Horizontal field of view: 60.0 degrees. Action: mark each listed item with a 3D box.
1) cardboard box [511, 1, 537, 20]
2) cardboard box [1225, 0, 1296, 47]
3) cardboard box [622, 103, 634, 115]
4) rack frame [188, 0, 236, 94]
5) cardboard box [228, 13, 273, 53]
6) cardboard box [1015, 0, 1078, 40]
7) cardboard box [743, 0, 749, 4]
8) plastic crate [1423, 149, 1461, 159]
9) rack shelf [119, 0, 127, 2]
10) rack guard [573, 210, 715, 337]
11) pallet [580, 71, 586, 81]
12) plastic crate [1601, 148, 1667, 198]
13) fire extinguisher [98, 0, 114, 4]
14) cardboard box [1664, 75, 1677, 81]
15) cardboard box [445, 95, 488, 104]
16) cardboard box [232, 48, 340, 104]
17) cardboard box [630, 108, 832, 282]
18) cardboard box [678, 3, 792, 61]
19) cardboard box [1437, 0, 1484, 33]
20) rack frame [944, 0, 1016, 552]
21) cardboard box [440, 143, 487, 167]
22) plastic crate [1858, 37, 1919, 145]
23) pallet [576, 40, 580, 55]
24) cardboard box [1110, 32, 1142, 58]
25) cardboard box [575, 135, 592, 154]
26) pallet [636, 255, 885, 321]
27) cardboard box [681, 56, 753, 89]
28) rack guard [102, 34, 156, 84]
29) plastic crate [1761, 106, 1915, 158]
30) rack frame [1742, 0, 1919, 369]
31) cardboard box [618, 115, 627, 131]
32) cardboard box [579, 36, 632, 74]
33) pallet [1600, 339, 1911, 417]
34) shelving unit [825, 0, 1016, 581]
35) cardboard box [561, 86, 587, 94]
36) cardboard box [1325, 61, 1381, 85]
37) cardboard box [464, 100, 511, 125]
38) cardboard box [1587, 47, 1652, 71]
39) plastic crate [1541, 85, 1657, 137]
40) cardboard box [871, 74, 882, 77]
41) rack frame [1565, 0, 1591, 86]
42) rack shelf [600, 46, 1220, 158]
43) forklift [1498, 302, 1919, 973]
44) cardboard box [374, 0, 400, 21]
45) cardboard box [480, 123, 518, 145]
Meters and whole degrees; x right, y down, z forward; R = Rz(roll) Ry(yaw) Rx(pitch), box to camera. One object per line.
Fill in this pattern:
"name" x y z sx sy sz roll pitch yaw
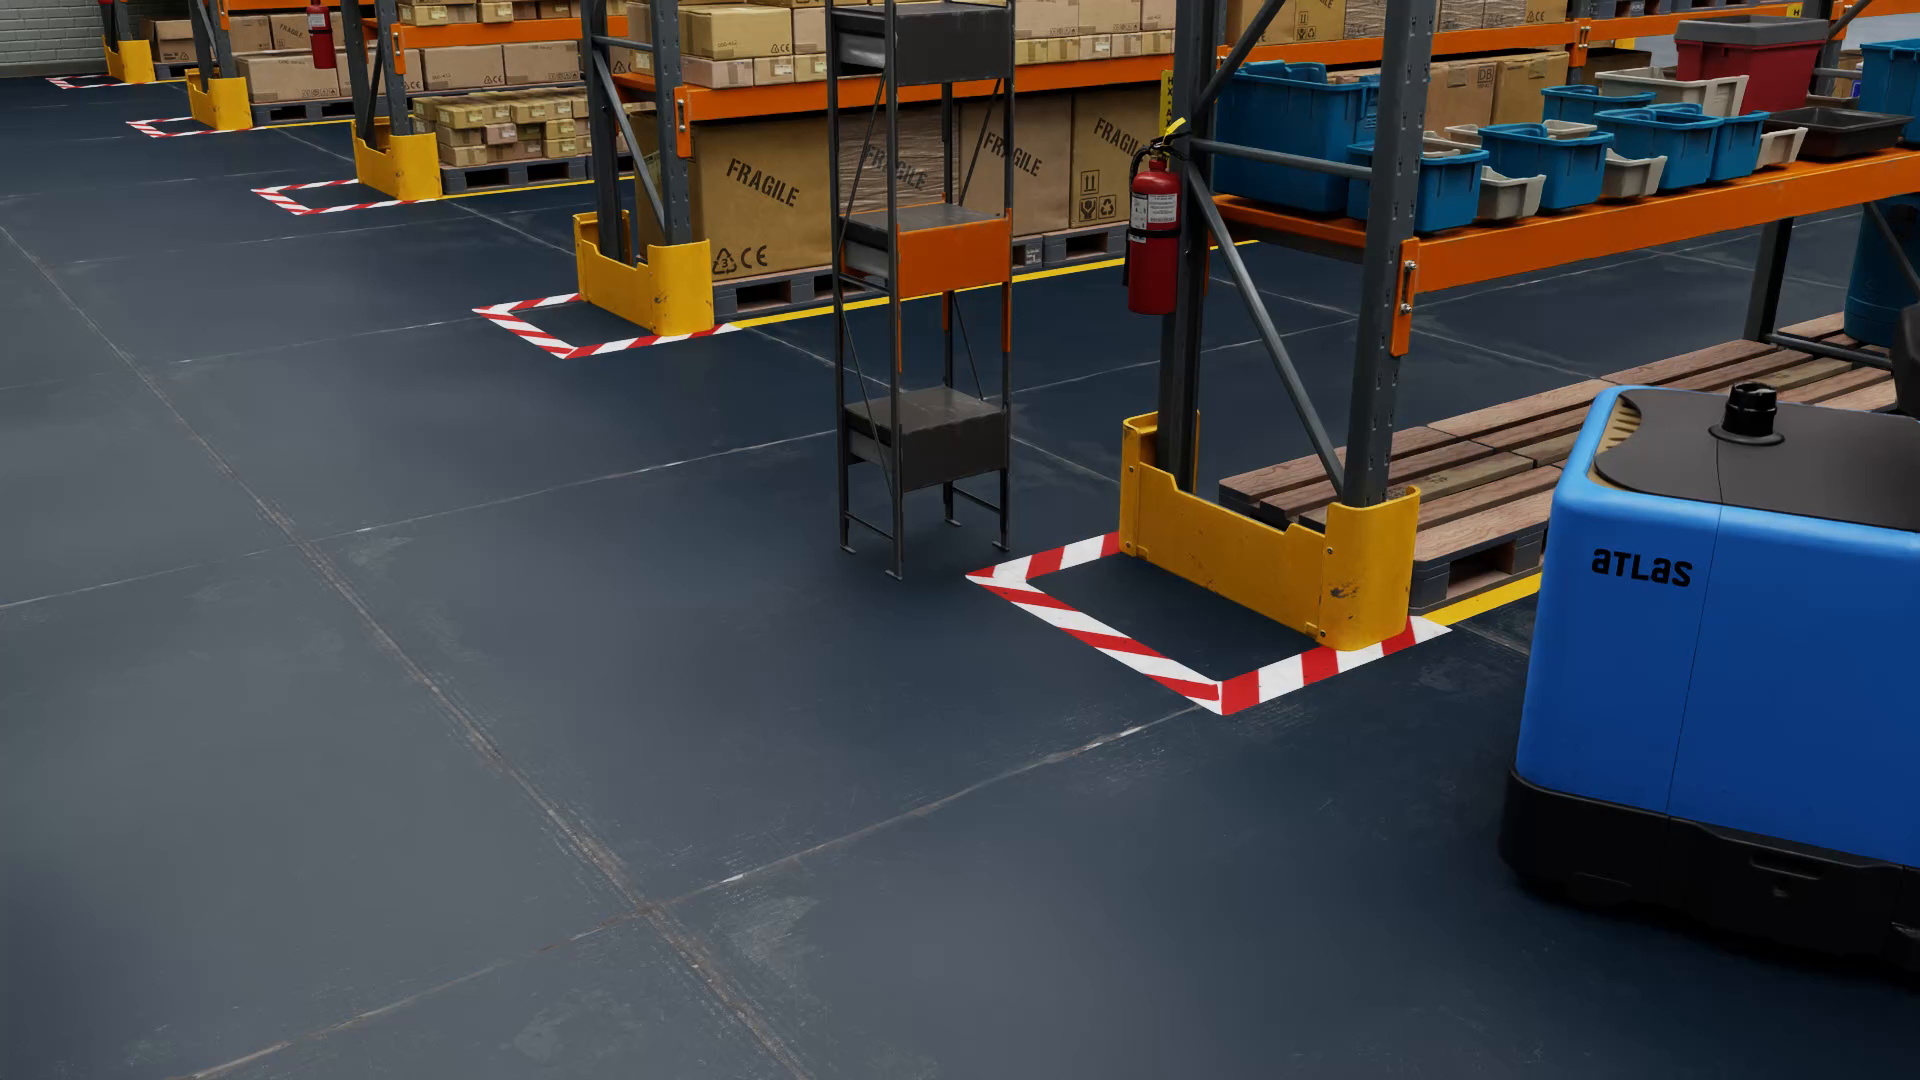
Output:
"cardboard box" -3.621 -4.304 13.474 0.250 0.149 0.380 -14 25 -30
"cardboard box" 1.943 -3.665 11.398 0.500 0.500 0.500 -15 26 -33
"cardboard box" -2.957 -3.691 14.077 0.250 0.149 0.380 -14 26 -32
"rack frame" -7.611 -5.709 16.657 0.127 3.000 1.000 -15 26 -33
"cardboard box" -9.244 -6.513 21.477 0.500 0.500 0.700 -14 26 -31
"cardboard box" 0.386 -3.265 10.331 0.500 0.250 0.500 -14 26 -32
"cardboard box" -1.173 -3.091 9.896 0.500 0.250 0.500 -15 26 -34
"plastic crate" 1.626 -1.374 6.068 0.243 0.136 0.396 -15 26 -33
"rack shelf" -8.889 -7.301 21.616 4.000 0.370 1.077 -15 26 -33
"rack guard" -1.843 -1.562 9.636 0.348 0.500 1.175 -15 26 -33
"pallet" -3.781 -5.470 19.819 1.213 0.211 1.003 -15 26 -33
"plastic crate" 2.322 -1.289 5.854 0.298 0.136 0.250 -15 26 -33
"fire extinguisher" -10.362 -6.822 20.053 0.183 0.674 0.296 -15 26 -33
"cardboard box" 6.102 -3.903 14.909 0.500 0.500 0.700 -12 25 -28
"cardboard box" -4.119 -3.617 13.891 0.250 0.149 0.380 -14 26 -32
"cardboard box" -7.133 -4.887 17.488 0.875 0.438 0.875 -16 27 -35
"cardboard box" -1.350 -2.099 9.909 0.875 0.875 0.875 -15 26 -33
"cardboard box" -1.276 -2.819 9.215 0.500 0.250 0.500 -16 27 -34
"cardboard box" 3.587 -4.105 12.502 0.500 0.500 0.500 -16 27 -35
"rack frame" 0.064 -0.992 6.050 0.015 2.100 0.400 -15 26 -33
"cardboard box" -4.026 -3.130 13.473 0.250 0.149 0.380 -14 26 -32
"plastic crate" 4.137 -1.921 7.103 0.575 0.384 0.392 -15 26 -33
"pallet" -5.636 -7.226 24.219 1.213 0.211 1.003 -15 26 -33
"cardboard box" 0.950 -3.201 10.711 0.250 0.149 0.380 -15 26 -34
"cardboard box" -3.240 -3.373 14.083 0.250 0.149 0.380 -15 26 -33
"pallet" -1.220 -1.629 10.195 1.213 0.211 1.003 -15 26 -33
"cardboard box" -1.342 -2.589 9.176 0.250 0.149 0.380 -15 26 -32
"rack guard" -10.451 -6.057 20.902 0.348 0.500 1.175 -15 26 -33
"plastic crate" 3.565 -1.681 6.851 0.590 0.125 0.437 -15 26 -33
"rack frame" 4.316 -2.104 7.621 0.127 3.000 1.000 -15 26 -33
"cardboard box" -3.033 -3.589 14.223 0.250 0.149 0.380 -13 25 -30
"cardboard box" -3.907 -5.942 19.539 0.875 0.875 0.875 -14 26 -31
"pallet" 3.742 -0.638 7.710 1.213 0.211 1.003 -15 26 -33
"shelving unit" -0.134 -0.939 5.917 0.503 2.100 0.431 -15 26 -33
"cardboard box" -3.271 -3.847 14.467 0.250 0.149 0.380 -16 27 -35
"cardboard box" 2.657 -3.140 12.519 0.875 0.875 1.225 -16 27 -35
"cardboard box" -3.861 -3.496 13.589 0.250 0.149 0.380 -14 26 -32
"cardboard box" 5.622 -4.123 14.449 0.500 0.250 0.500 -12 25 -27
"plastic crate" 2.587 -1.710 6.779 0.300 0.233 0.416 -15 26 -33
"cardboard box" -0.509 -2.812 9.735 0.250 0.149 0.380 -16 27 -34
"rack frame" 4.671 -4.460 13.525 0.127 3.000 1.000 -15 26 -33
"rack shelf" -0.200 -2.827 10.404 4.000 0.370 1.077 -15 26 -33
"forklift" 2.921 -0.410 3.468 3.031 2.935 1.130 10 24 24
"cardboard box" -4.538 -4.281 13.416 0.250 0.149 0.380 -15 26 -33
"cardboard box" -3.807 -3.330 13.572 0.250 0.149 0.380 -15 26 -33
